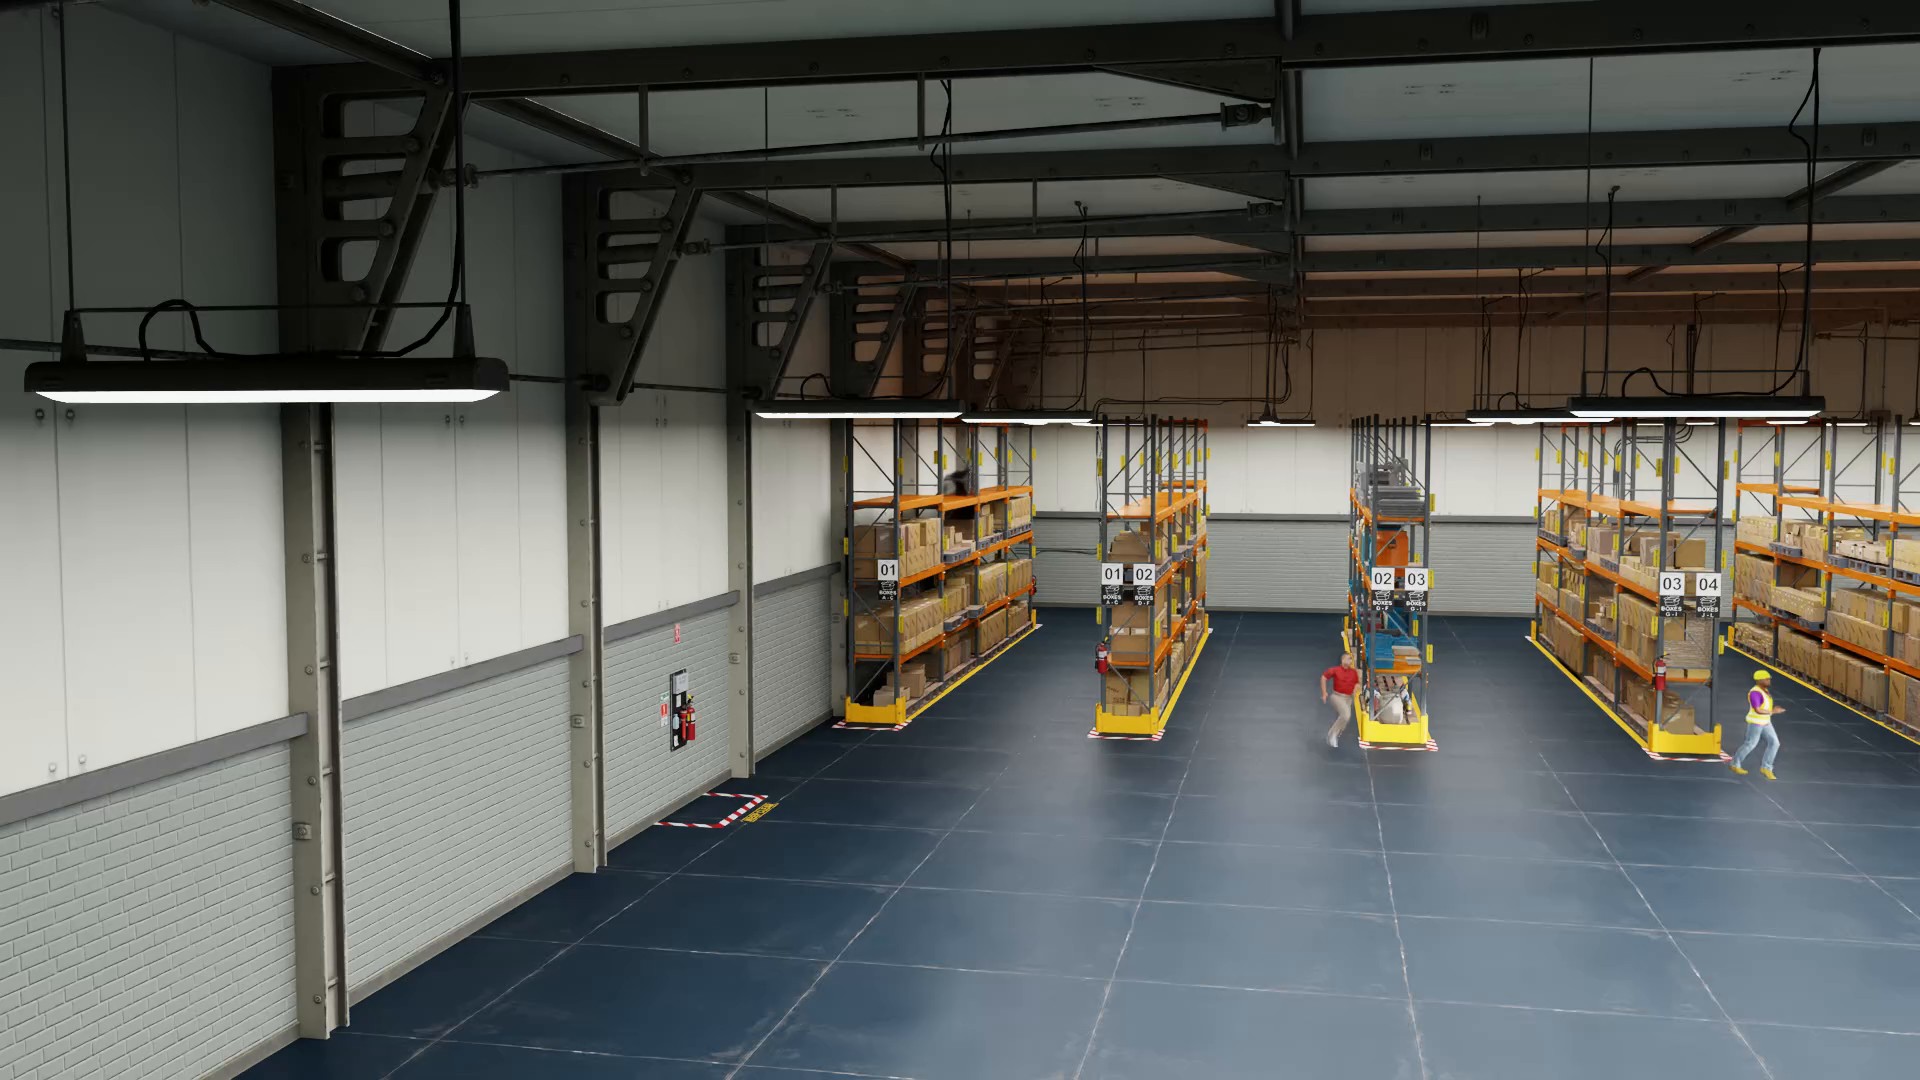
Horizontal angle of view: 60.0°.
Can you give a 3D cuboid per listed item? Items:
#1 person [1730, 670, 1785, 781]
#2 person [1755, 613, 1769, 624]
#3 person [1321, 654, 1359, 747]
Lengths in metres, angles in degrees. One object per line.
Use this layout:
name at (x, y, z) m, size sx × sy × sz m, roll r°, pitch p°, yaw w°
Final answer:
person at (13.059, 3.031, 27.179) m, size 0.670 × 1.823 × 0.849 m, roll -3°, pitch 5°, yaw -42°
person at (21.670, 1.850, 44.821) m, size 0.915 × 1.753 × 0.730 m, roll 4°, pitch 5°, yaw 43°
person at (6.911, 2.884, 29.918) m, size 0.669 × 1.658 × 0.636 m, roll -2°, pitch 4°, yaw -24°
